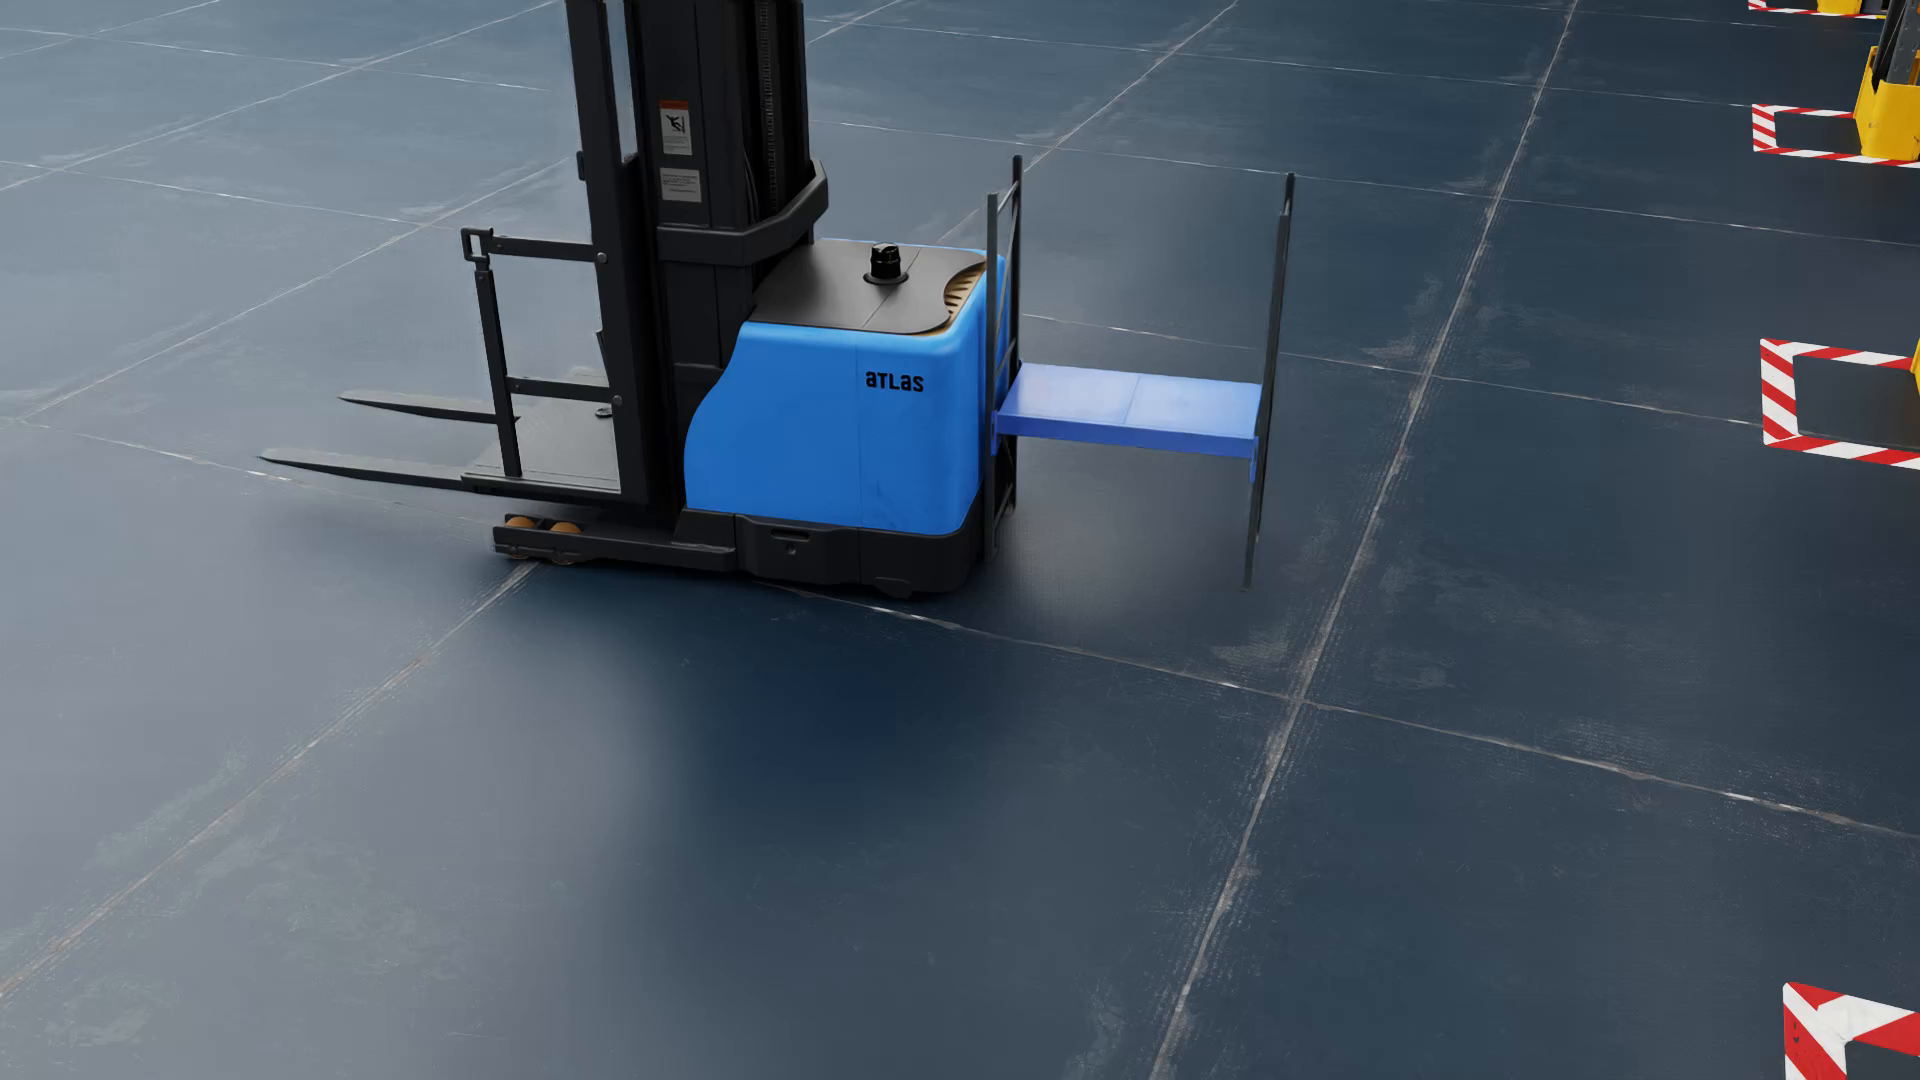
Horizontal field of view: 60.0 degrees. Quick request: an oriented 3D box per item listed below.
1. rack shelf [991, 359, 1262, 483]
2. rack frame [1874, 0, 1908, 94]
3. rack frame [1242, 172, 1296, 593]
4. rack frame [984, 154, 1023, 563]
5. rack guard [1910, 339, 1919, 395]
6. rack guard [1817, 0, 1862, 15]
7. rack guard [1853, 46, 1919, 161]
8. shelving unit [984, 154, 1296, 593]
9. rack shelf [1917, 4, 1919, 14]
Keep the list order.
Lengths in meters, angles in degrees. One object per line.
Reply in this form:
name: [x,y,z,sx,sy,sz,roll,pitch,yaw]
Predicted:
rack shelf: [0.662,-0.471,6.425,1.000,0.185,0.538,6,30,11]
rack frame: [6.474,-4.159,11.059,0.053,2.616,0.949,11,31,19]
rack frame: [1.157,-0.572,6.237,0.032,1.500,0.500,6,30,11]
rack frame: [0.166,-0.684,6.436,0.032,1.500,0.500,6,30,11]
rack guard: [4.683,-0.799,7.656,0.348,0.500,1.175,11,31,19]
rack guard: [8.319,-5.334,15.679,0.348,0.500,1.175,11,31,19]
rack guard: [6.563,-3.079,11.690,0.348,0.500,1.175,11,31,19]
shelving unit: [0.662,-0.628,6.336,1.048,1.500,0.538,6,30,11]
rack shelf: [8.328,-3.477,10.584,4.000,0.370,1.077,11,31,19]
